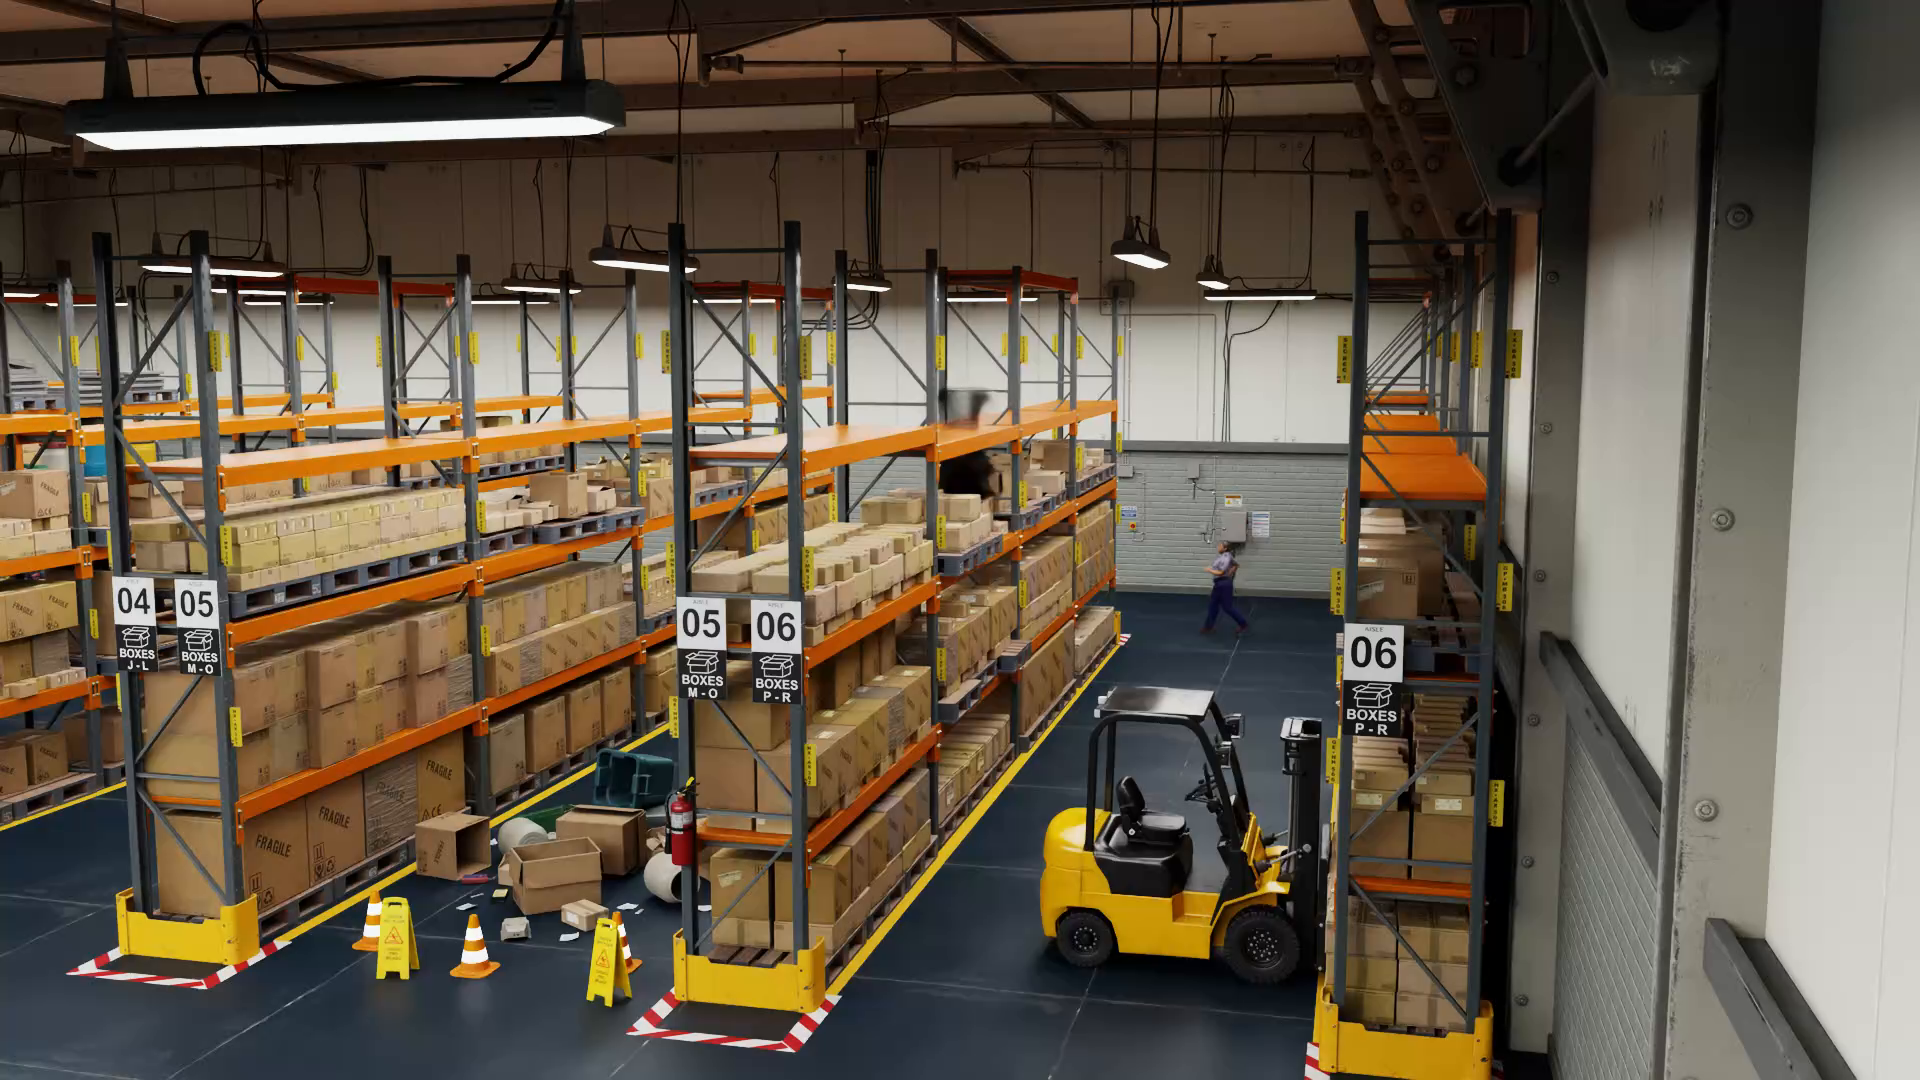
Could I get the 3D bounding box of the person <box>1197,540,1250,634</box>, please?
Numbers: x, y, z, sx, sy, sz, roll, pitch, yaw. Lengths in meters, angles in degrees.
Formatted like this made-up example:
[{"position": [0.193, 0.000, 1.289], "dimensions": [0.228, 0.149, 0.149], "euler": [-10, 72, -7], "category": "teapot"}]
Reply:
[{"position": [4.563, 0.828, 28.776], "dimensions": [0.904, 1.663, 0.613], "euler": [1, 7, 10], "category": "person"}]
